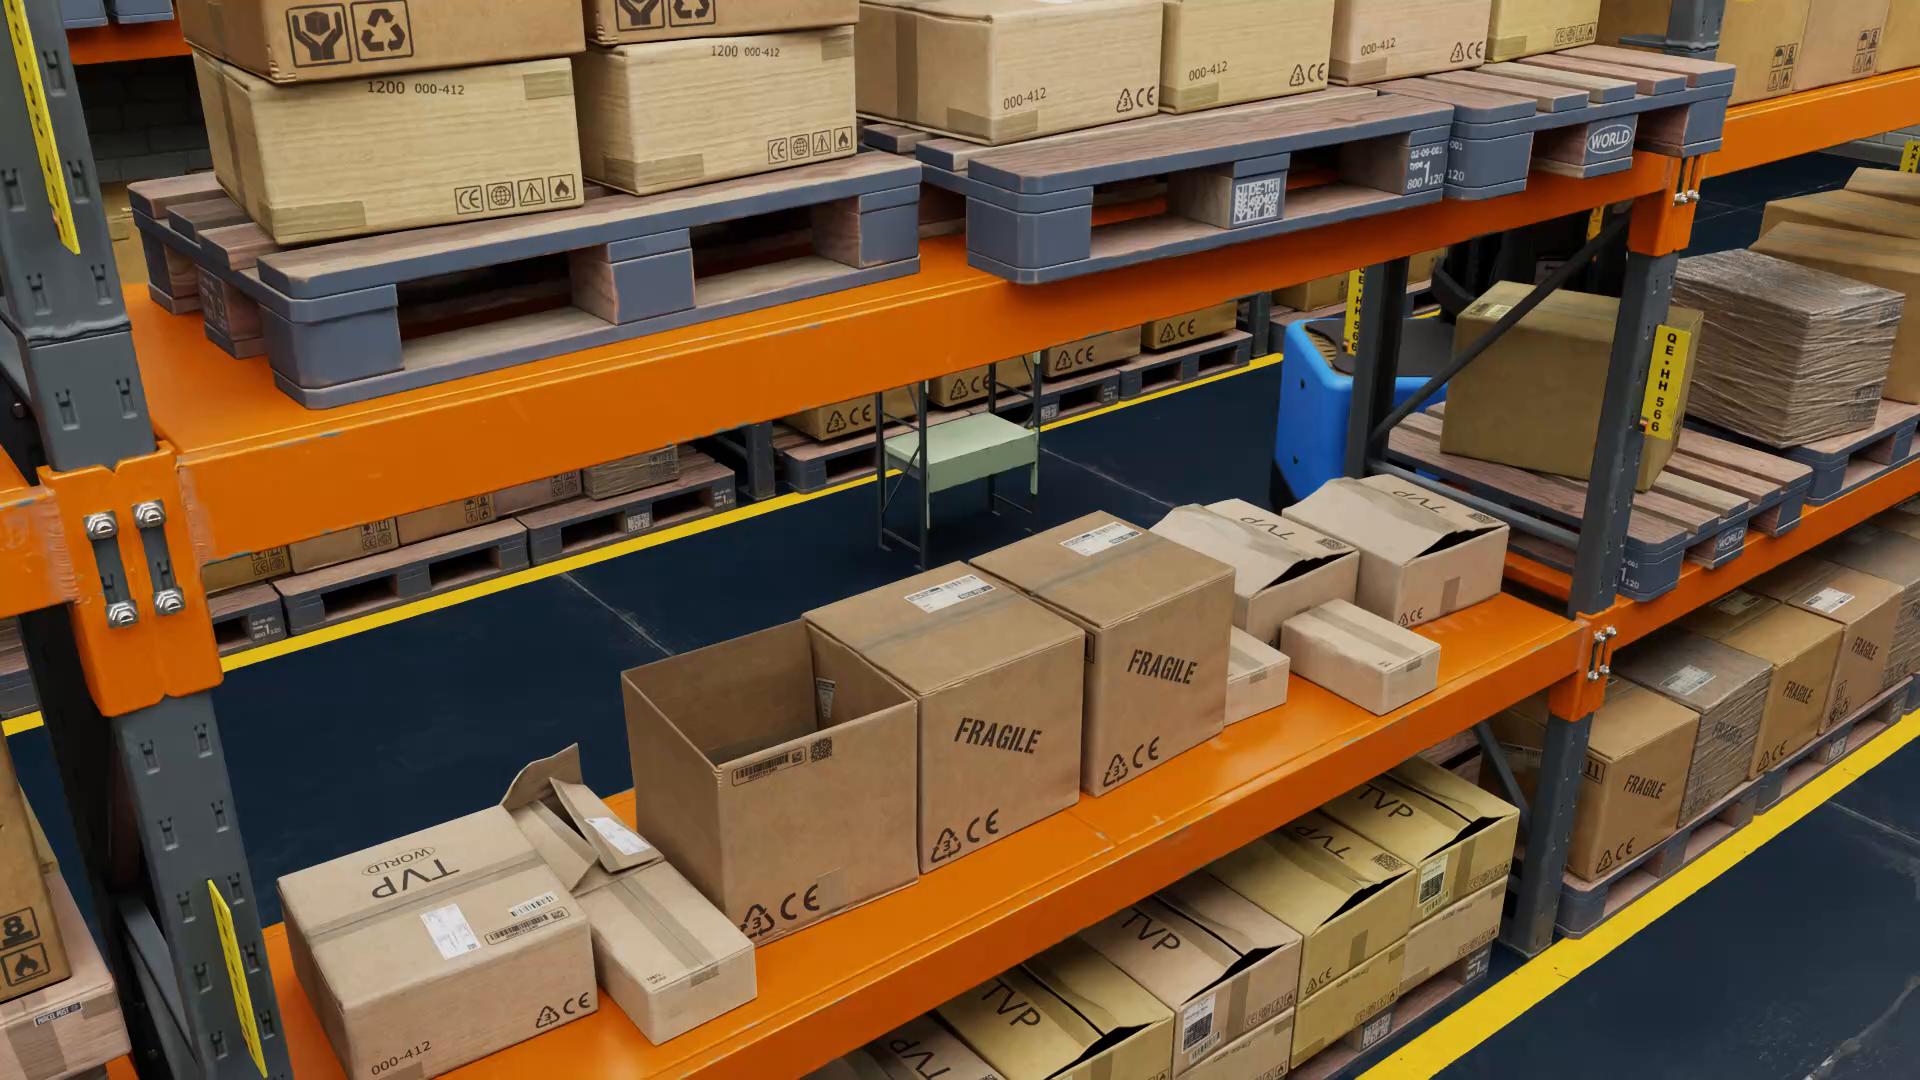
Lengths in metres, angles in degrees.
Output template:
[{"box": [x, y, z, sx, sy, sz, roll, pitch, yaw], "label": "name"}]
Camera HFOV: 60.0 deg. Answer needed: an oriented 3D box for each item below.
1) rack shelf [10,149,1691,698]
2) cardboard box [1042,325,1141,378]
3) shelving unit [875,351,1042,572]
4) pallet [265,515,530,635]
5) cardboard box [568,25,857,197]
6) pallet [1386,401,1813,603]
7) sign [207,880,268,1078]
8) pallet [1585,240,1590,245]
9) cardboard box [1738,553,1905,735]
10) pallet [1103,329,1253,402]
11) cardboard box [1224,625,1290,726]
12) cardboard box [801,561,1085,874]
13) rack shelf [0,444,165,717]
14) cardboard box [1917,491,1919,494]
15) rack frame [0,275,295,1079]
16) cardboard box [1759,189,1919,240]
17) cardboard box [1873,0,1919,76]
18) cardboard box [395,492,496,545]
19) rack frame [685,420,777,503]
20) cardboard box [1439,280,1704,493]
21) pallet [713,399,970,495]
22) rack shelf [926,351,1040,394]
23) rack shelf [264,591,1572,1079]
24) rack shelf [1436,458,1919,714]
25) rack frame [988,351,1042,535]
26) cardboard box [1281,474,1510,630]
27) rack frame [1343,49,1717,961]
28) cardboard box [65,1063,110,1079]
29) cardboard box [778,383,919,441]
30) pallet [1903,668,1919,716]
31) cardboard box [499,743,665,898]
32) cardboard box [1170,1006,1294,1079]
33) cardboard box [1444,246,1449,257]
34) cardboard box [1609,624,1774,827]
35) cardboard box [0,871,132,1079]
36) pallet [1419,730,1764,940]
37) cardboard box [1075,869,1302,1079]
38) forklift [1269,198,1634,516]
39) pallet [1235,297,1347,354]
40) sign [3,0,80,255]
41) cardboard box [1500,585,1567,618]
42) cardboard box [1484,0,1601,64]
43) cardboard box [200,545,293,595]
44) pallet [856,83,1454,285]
[{"box": [0.106, -0.623, 3.822, 4.000, 0.370, 1.077, -18, 31, -34], "label": "rack shelf"}, {"box": [0.639, -1.559, 10.602, 0.750, 0.750, 0.750, -17, 30, -33], "label": "cardboard box"}, {"box": [-0.005, -0.679, 8.431, 0.755, 1.500, 0.431, -18, 31, -34], "label": "shelving unit"}, {"box": [-2.955, 0.034, 8.426, 1.213, 0.211, 1.003, -18, 31, -34], "label": "pallet"}, {"box": [-0.546, -0.853, 3.141, 0.500, 0.250, 0.500, -22, 33, -39], "label": "cardboard box"}, {"box": [2.170, -0.221, 5.891, 1.003, 0.211, 1.213, -18, 31, -34], "label": "pallet"}, {"box": [-1.124, 0.685, 2.588, 0.005, 0.325, 0.100, -18, 31, -34], "label": "sign"}, {"box": [4.335, -2.328, 13.516, 1.213, 0.211, 1.003, -18, 31, -34], "label": "pallet"}, {"box": [3.428, 0.398, 6.775, 0.500, 0.500, 0.500, -19, 31, -36], "label": "cardboard box"}, {"box": [1.207, -1.298, 11.295, 1.213, 0.211, 1.003, -18, 31, -34], "label": "pallet"}, {"box": [0.711, 0.355, 4.720, 0.250, 0.149, 0.380, -16, 29, -30], "label": "cardboard box"}, {"box": [-0.044, 0.424, 4.155, 0.500, 0.500, 0.500, -18, 30, -34], "label": "cardboard box"}, {"box": [-3.041, 0.416, 1.583, 4.000, 0.370, 1.077, -18, 31, -34], "label": "rack shelf"}, {"box": [4.616, 0.010, 7.613, 0.500, 0.500, 0.500, -18, 31, -34], "label": "cardboard box"}, {"box": [-1.468, 0.930, 3.182, 0.127, 3.000, 1.000, -18, 31, -34], "label": "rack frame"}, {"box": [3.815, -1.135, 7.015, 0.500, 0.500, 0.700, -13, 28, -26], "label": "cardboard box"}, {"box": [2.813, -1.907, 5.613, 0.500, 0.500, 0.910, -18, 31, -34], "label": "cardboard box"}, {"box": [-2.765, -0.376, 8.445, 0.500, 0.500, 0.700, -18, 31, -34], "label": "cardboard box"}, {"box": [-1.380, -1.749, 8.955, 0.127, 3.000, 1.000, -18, 31, -34], "label": "rack frame"}, {"box": [2.106, -0.545, 5.745, 0.700, 0.500, 0.500, 15, 29, 29], "label": "cardboard box"}, {"box": [-0.713, -0.664, 9.929, 1.213, 0.211, 1.003, -18, 31, -34], "label": "pallet"}, {"box": [-0.005, -1.033, 8.266, 0.720, 0.370, 0.431, -18, 31, -34], "label": "rack shelf"}, {"box": [0.106, 0.616, 4.397, 3.809, 0.052, 0.919, -18, 31, -34], "label": "rack shelf"}, {"box": [3.254, -0.302, 6.692, 4.000, 0.370, 1.077, -18, 31, -34], "label": "rack shelf"}, {"box": [0.283, -0.774, 8.635, 0.023, 1.500, 0.400, -18, 31, -34], "label": "rack frame"}, {"box": [1.367, 0.012, 5.267, 0.500, 0.311, 0.500, -16, 29, -31], "label": "cardboard box"}, {"box": [1.680, -0.109, 5.421, 0.127, 3.000, 1.000, -18, 31, -34], "label": "rack frame"}, {"box": [-1.813, 1.002, 2.908, 0.500, 0.500, 0.700, -19, 31, -35], "label": "cardboard box"}, {"box": [-0.720, -1.112, 9.637, 0.750, 0.750, 0.750, -19, 31, -35], "label": "cardboard box"}, {"box": [4.211, 0.341, 7.765, 1.213, 0.211, 1.003, -18, 31, -34], "label": "pallet"}, {"box": [-0.889, 0.702, 3.834, 0.258, 0.266, 0.396, -19, 31, -35], "label": "cardboard box"}, {"box": [0.616, 1.430, 4.873, 0.500, 0.250, 0.500, -17, 30, -33], "label": "cardboard box"}, {"box": [3.638, -2.408, 12.845, 0.500, 0.500, 0.700, -19, 31, -36], "label": "cardboard box"}, {"box": [2.623, 0.664, 6.203, 0.500, 0.500, 0.500, -20, 31, -36], "label": "cardboard box"}, {"box": [-1.549, 0.732, 2.719, 0.250, 0.149, 0.380, -18, 31, -34], "label": "cardboard box"}, {"box": [2.291, 0.975, 6.399, 1.213, 0.211, 1.003, -18, 31, -34], "label": "pallet"}, {"box": [0.616, 1.179, 4.748, 0.500, 0.311, 0.500, -18, 31, -34], "label": "cardboard box"}, {"box": [3.211, -1.303, 8.151, 3.031, 2.867, 1.129, -1, 25, -2], "label": "forklift"}, {"box": [2.415, -1.695, 12.151, 1.213, 0.211, 1.003, -18, 31, -34], "label": "pallet"}, {"box": [-1.124, -0.517, 2.030, 0.005, 0.325, 0.100, -18, 31, -34], "label": "sign"}, {"box": [2.313, 0.149, 6.422, 0.500, 0.250, 0.500, -17, 30, -32], "label": "cardboard box"}, {"box": [1.358, -1.455, 4.439, 0.500, 0.250, 0.500, -21, 32, -38], "label": "cardboard box"}, {"box": [-3.583, -0.123, 7.899, 0.500, 0.500, 0.700, -19, 31, -35], "label": "cardboard box"}, {"box": [0.323, -0.886, 3.758, 1.213, 0.211, 1.003, -17, 30, -32], "label": "pallet"}]
